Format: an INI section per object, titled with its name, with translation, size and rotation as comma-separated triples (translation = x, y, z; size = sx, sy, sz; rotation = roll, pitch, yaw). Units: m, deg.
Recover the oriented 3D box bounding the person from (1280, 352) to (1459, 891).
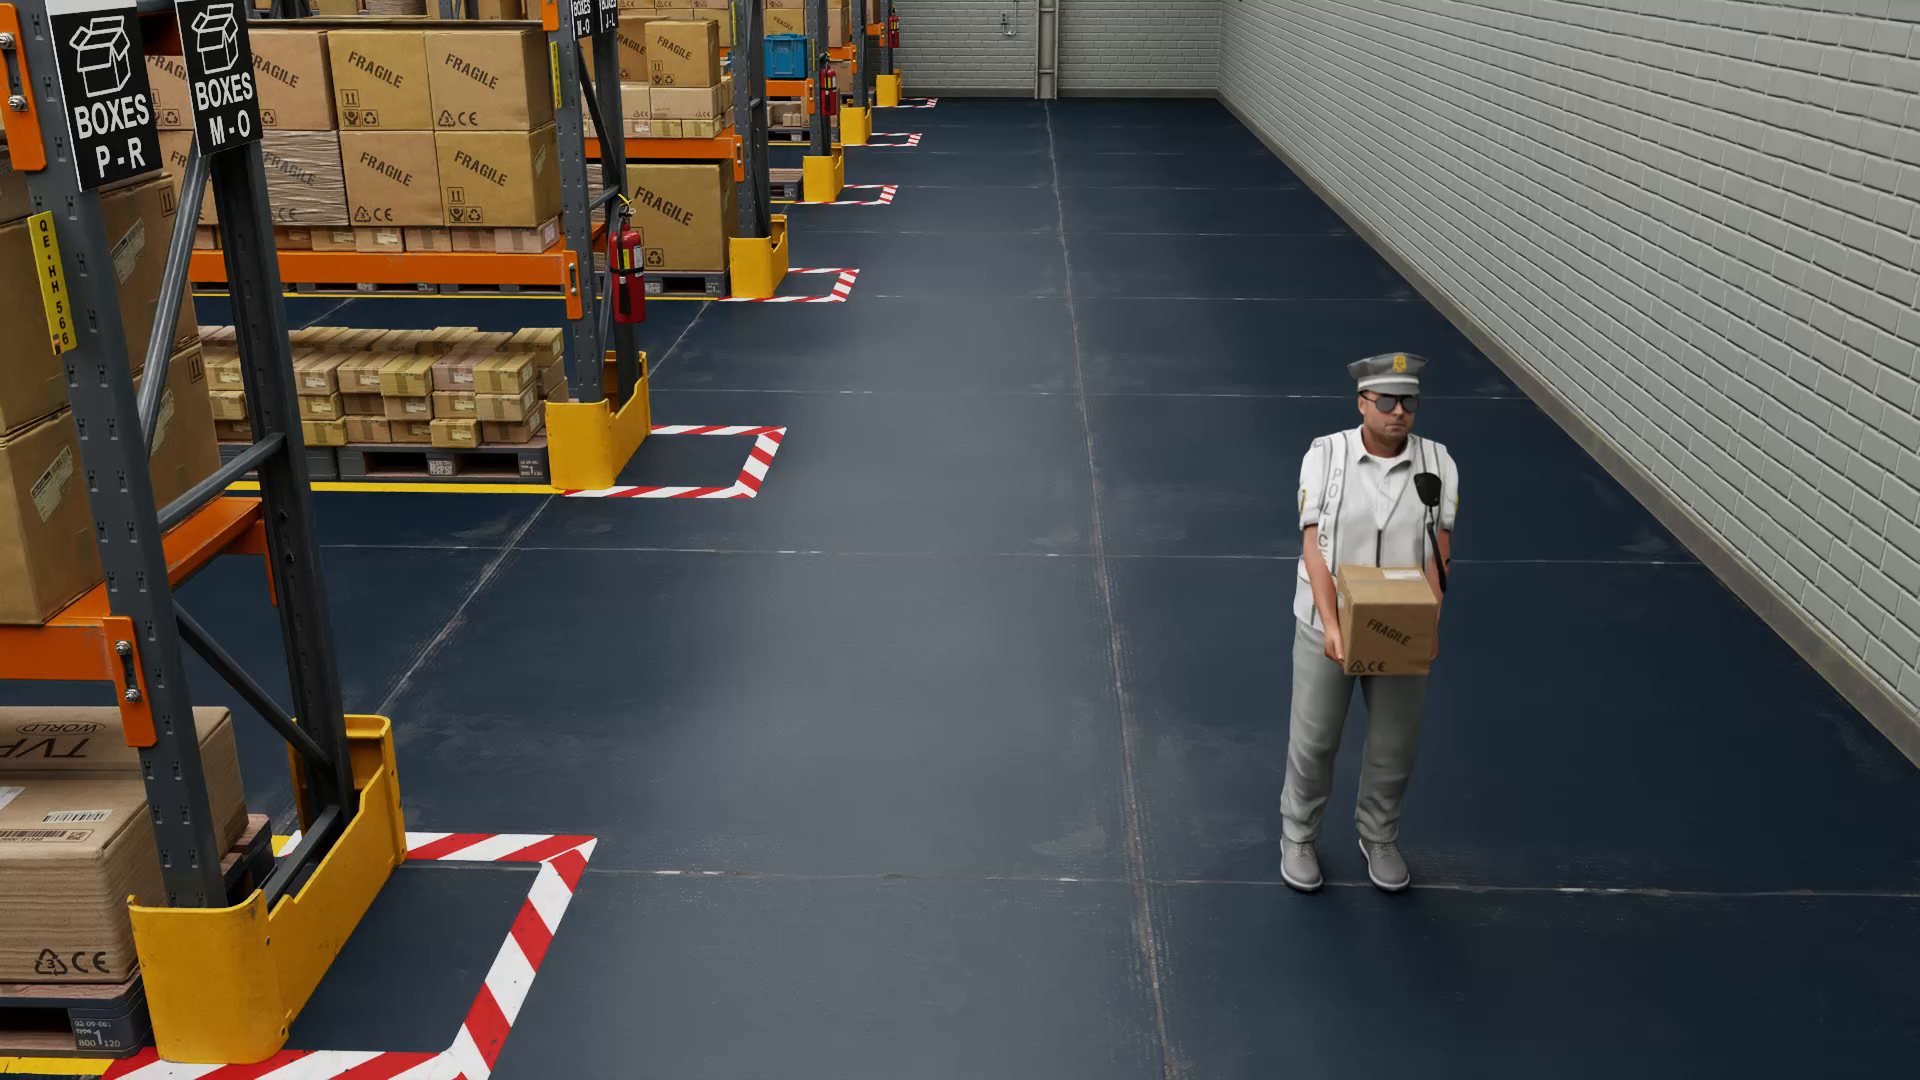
[person]
translation = 1.309, 0.288, 5.269
size = 0.496, 1.772, 0.561
rotation = 1, 21, 2
